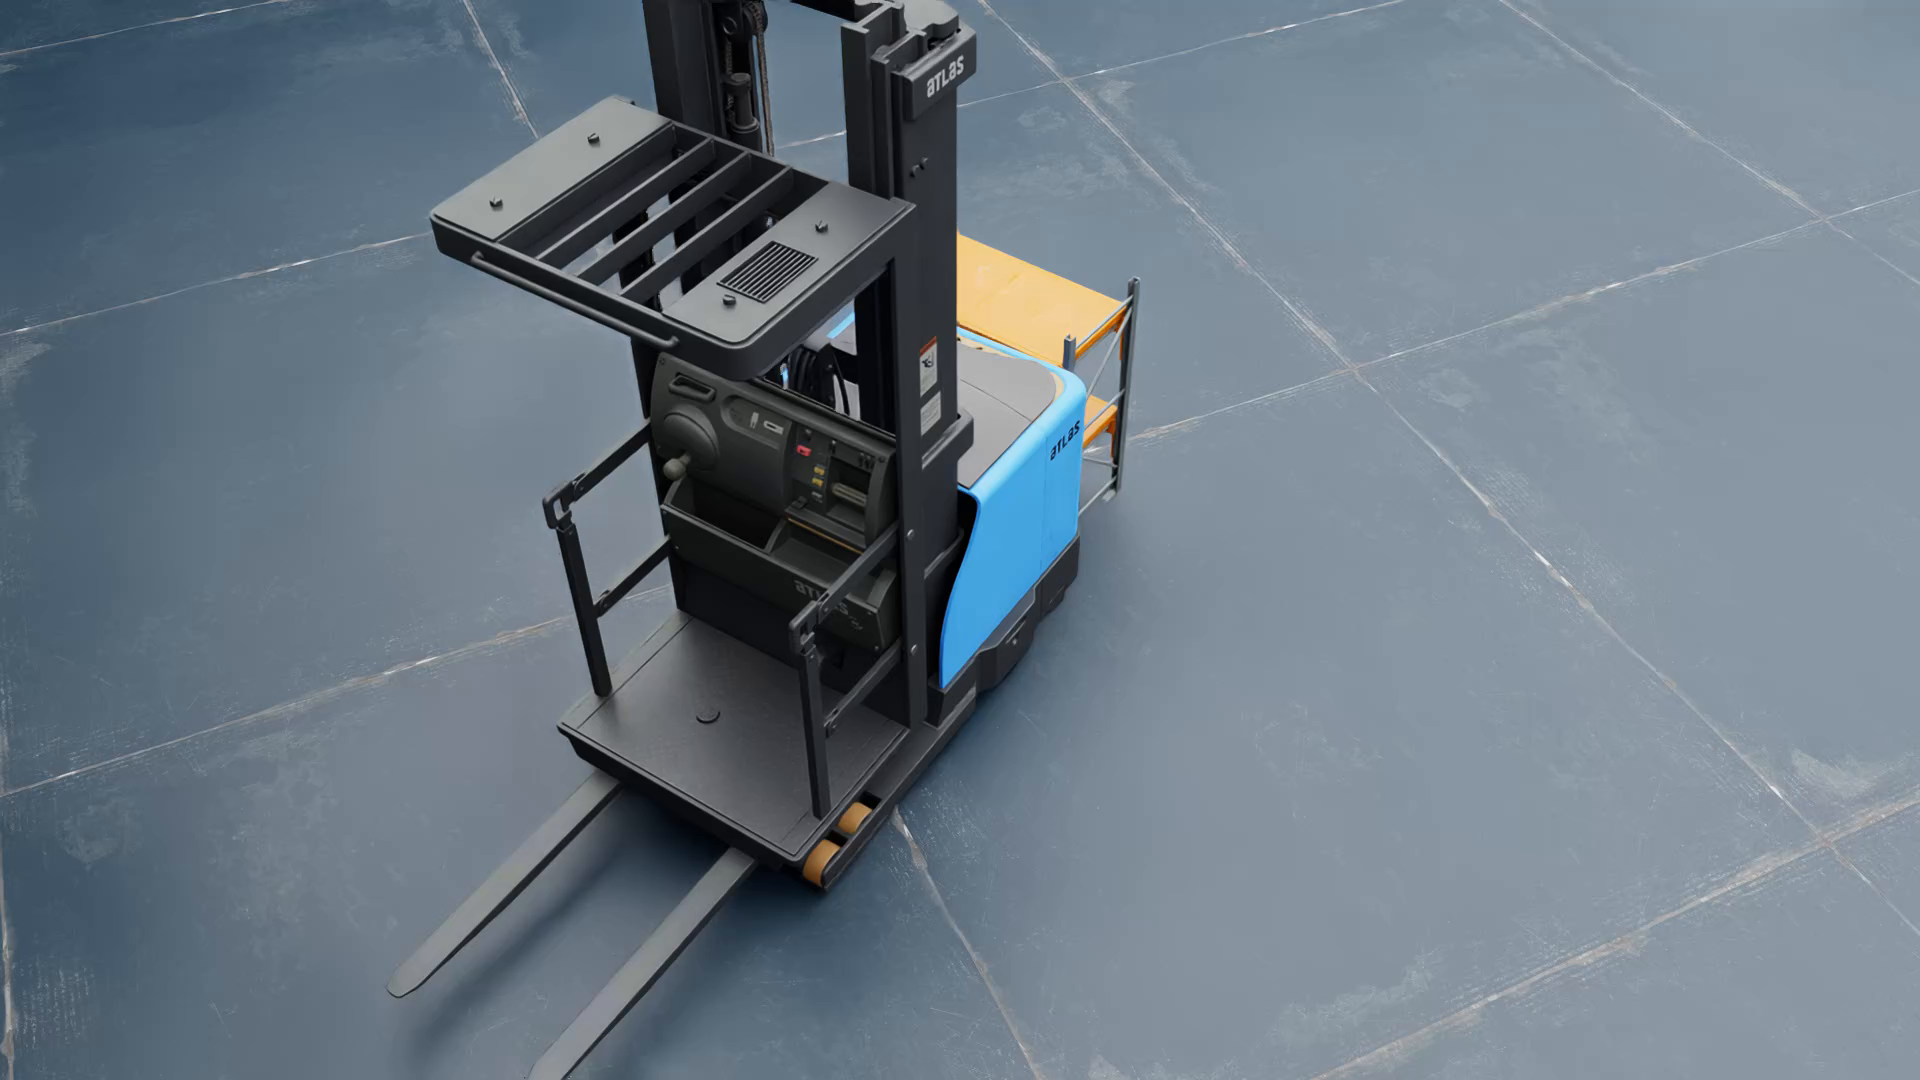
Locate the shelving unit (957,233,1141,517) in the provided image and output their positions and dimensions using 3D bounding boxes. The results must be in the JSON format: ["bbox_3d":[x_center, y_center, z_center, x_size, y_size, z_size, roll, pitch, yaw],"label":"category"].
[{"bbox_3d":[0.144,-0.708,7.035,1.048,1.125,0.538,27,51,25],"label":"shelving unit"}]

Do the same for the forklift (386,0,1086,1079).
[{"bbox_3d":[-0.738,-0.203,5.238,1.130,2.935,3.031,25,50,23],"label":"forklift"}]

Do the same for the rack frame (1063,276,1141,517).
[{"bbox_3d":[0.553,-0.496,6.820,0.032,1.125,0.500,27,51,25],"label":"rack frame"}]

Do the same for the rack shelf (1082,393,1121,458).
[{"bbox_3d":[0.143,-0.534,7.207,1.000,0.278,0.538,27,51,25],"label":"rack shelf"}]

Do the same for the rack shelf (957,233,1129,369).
[{"bbox_3d":[0.144,-0.917,6.830,1.000,0.278,0.538,27,51,25],"label":"rack shelf"}]
